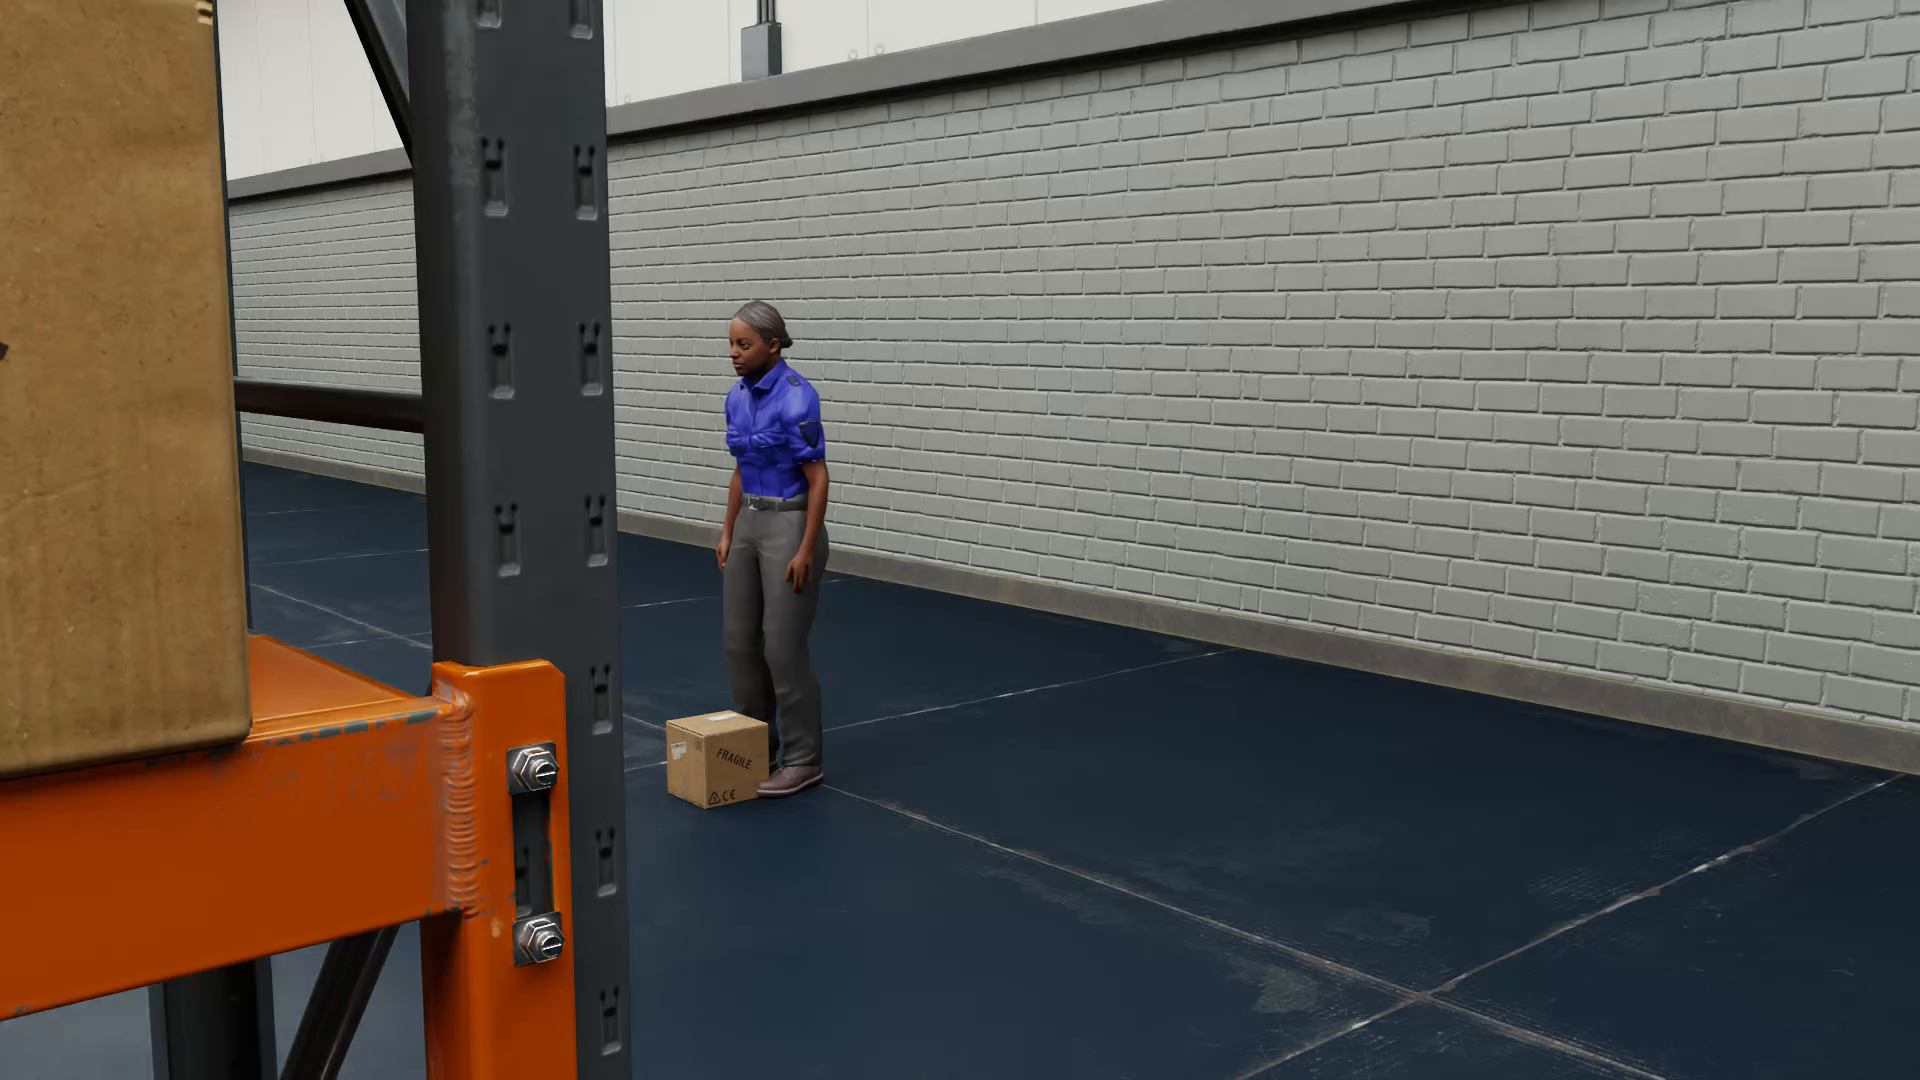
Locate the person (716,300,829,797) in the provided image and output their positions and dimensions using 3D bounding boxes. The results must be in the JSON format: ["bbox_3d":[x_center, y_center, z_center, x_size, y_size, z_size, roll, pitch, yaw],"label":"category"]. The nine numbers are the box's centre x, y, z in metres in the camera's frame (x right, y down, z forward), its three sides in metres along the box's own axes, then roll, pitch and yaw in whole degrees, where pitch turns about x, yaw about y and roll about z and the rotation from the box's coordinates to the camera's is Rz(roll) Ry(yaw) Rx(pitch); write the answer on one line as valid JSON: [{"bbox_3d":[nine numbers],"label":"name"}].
[{"bbox_3d":[-0.650,0.018,5.673,0.348,1.654,0.509,-7,10,-43],"label":"person"}]
